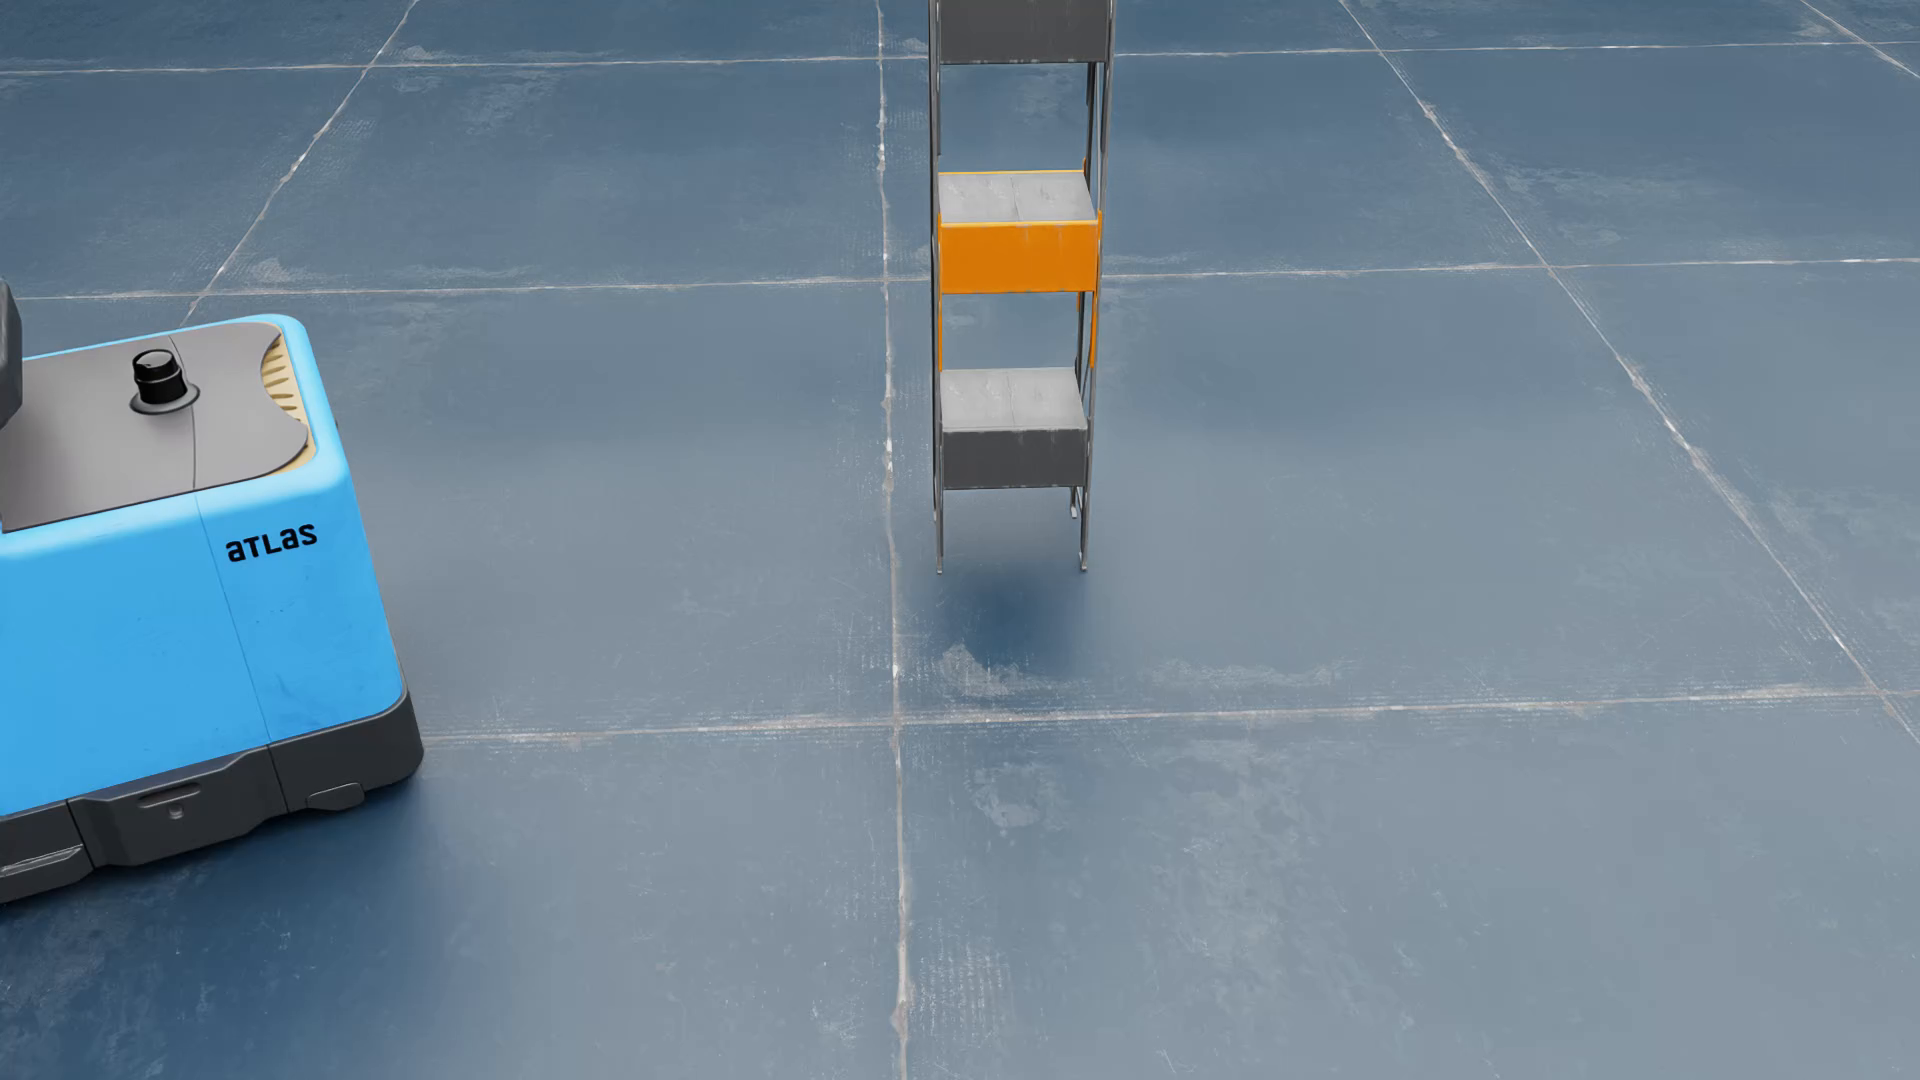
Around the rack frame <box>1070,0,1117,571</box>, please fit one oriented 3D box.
[{"bbox_3d":[0.409,-0.874,5.168,0.015,2.100,0.400,-2,35,-2],"label":"rack frame"}]

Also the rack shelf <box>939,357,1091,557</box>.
[{"bbox_3d":[0.165,-0.281,5.565,0.480,0.518,0.431,-2,35,-2],"label":"rack shelf"}]

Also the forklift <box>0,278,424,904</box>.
[{"bbox_3d":[-3.085,-0.395,3.746,3.031,2.935,1.130,-15,37,-20],"label":"forklift"}]

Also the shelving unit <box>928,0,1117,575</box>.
[{"bbox_3d":[0.165,-0.868,5.159,0.503,2.100,0.431,-2,35,-2],"label":"shelving unit"}]

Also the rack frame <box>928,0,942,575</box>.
[{"bbox_3d":[-0.078,-0.861,5.149,0.015,2.100,0.400,-2,35,-2],"label":"rack frame"}]

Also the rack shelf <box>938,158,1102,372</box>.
[{"bbox_3d":[0.165,-0.857,5.167,0.480,0.518,0.431,-2,35,-2],"label":"rack shelf"}]

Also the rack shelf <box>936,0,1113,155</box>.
[{"bbox_3d":[0.165,-1.432,4.768,0.480,0.518,0.431,-2,35,-2],"label":"rack shelf"}]
